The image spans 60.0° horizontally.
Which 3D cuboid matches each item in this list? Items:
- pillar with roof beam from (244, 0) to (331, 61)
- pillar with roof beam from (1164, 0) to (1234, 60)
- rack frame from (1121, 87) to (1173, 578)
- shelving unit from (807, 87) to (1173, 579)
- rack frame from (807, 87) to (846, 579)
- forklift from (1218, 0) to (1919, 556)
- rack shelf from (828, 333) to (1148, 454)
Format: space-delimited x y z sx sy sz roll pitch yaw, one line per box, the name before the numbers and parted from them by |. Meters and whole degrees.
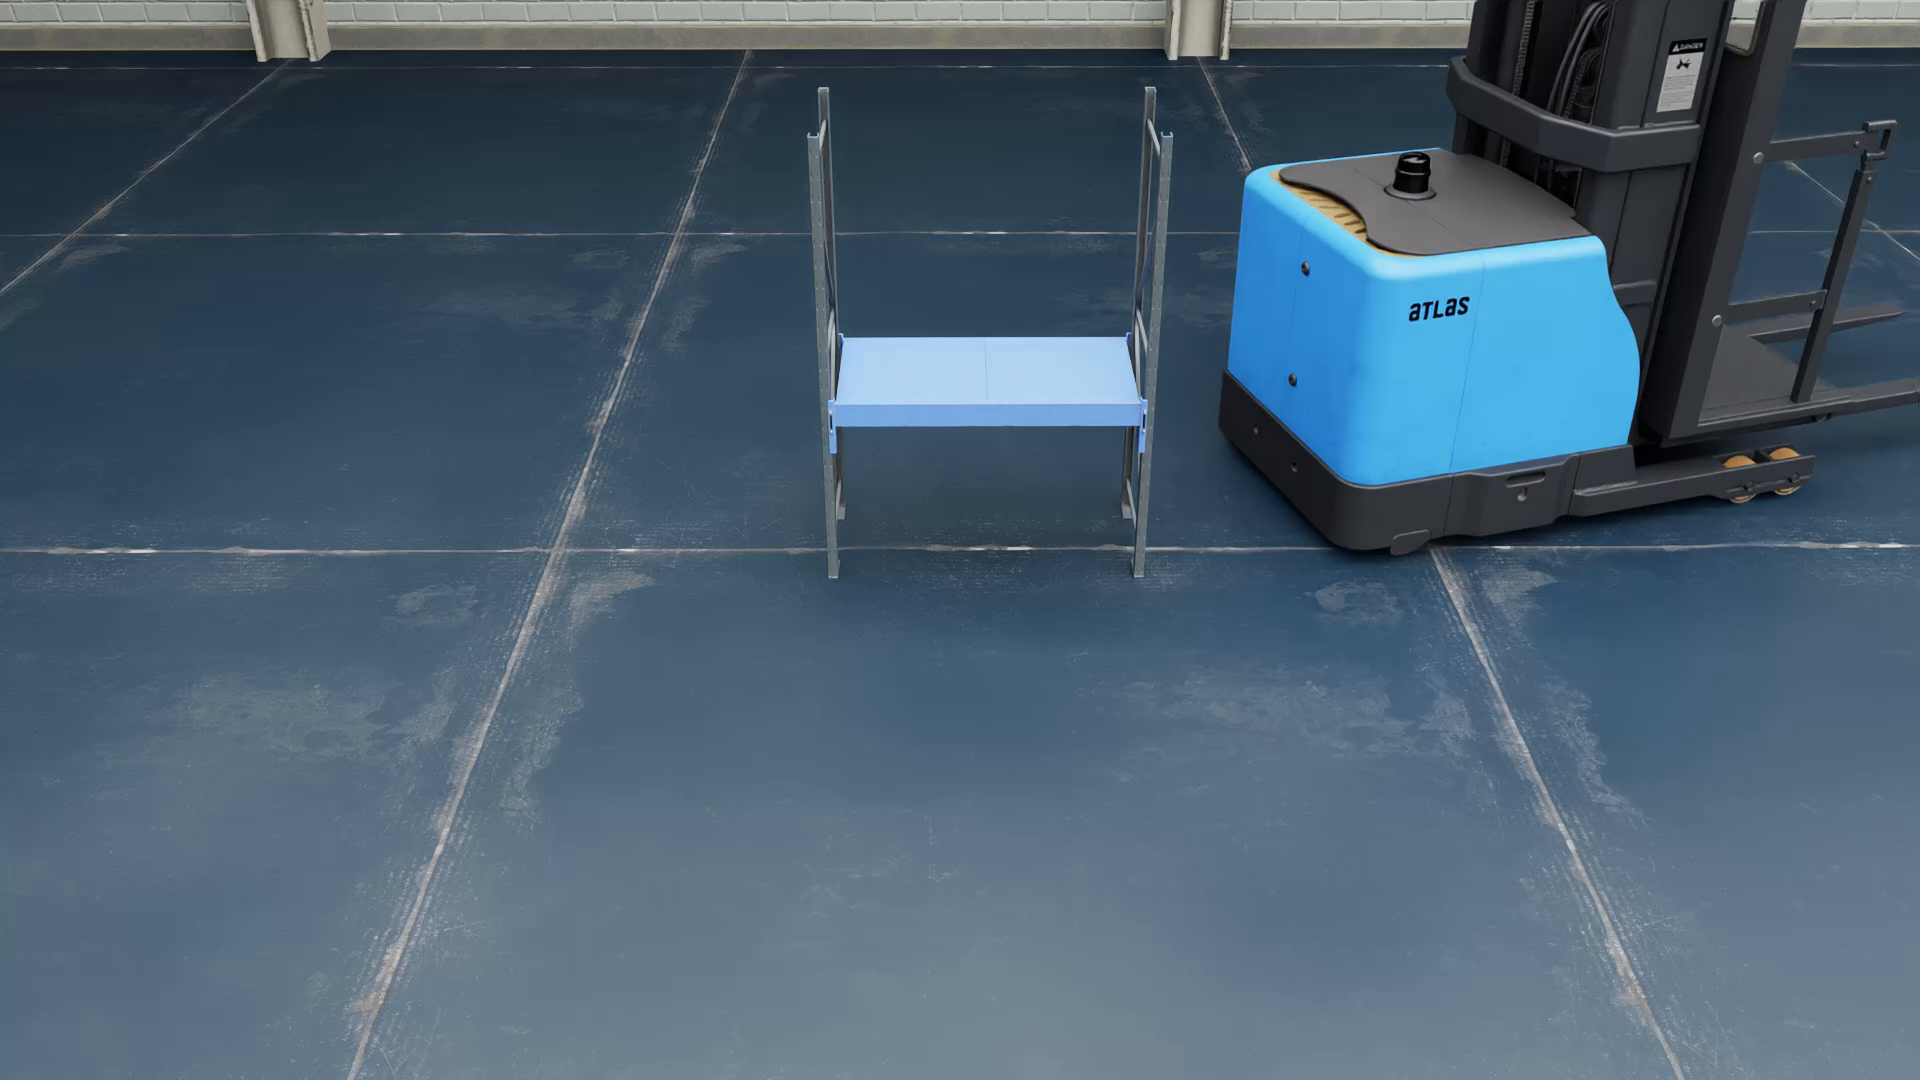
pillar with roof beam | -4.400 -4.845 5.060 0.400 9.000 9.100 0 31 0
pillar with roof beam | 1.600 -4.864 5.091 0.400 9.000 9.100 0 31 0
rack frame | 0.594 -0.643 5.364 0.032 1.500 0.500 0 31 0
shelving unit | 0.085 -0.641 5.361 1.048 1.500 0.538 0 31 0
rack frame | -0.423 -0.640 5.359 0.032 1.500 0.500 0 31 0
forklift | 2.559 -1.637 5.623 3.031 2.935 1.130 -9 32 -15
rack shelf | 0.085 -0.488 5.455 1.000 0.185 0.538 0 31 0
